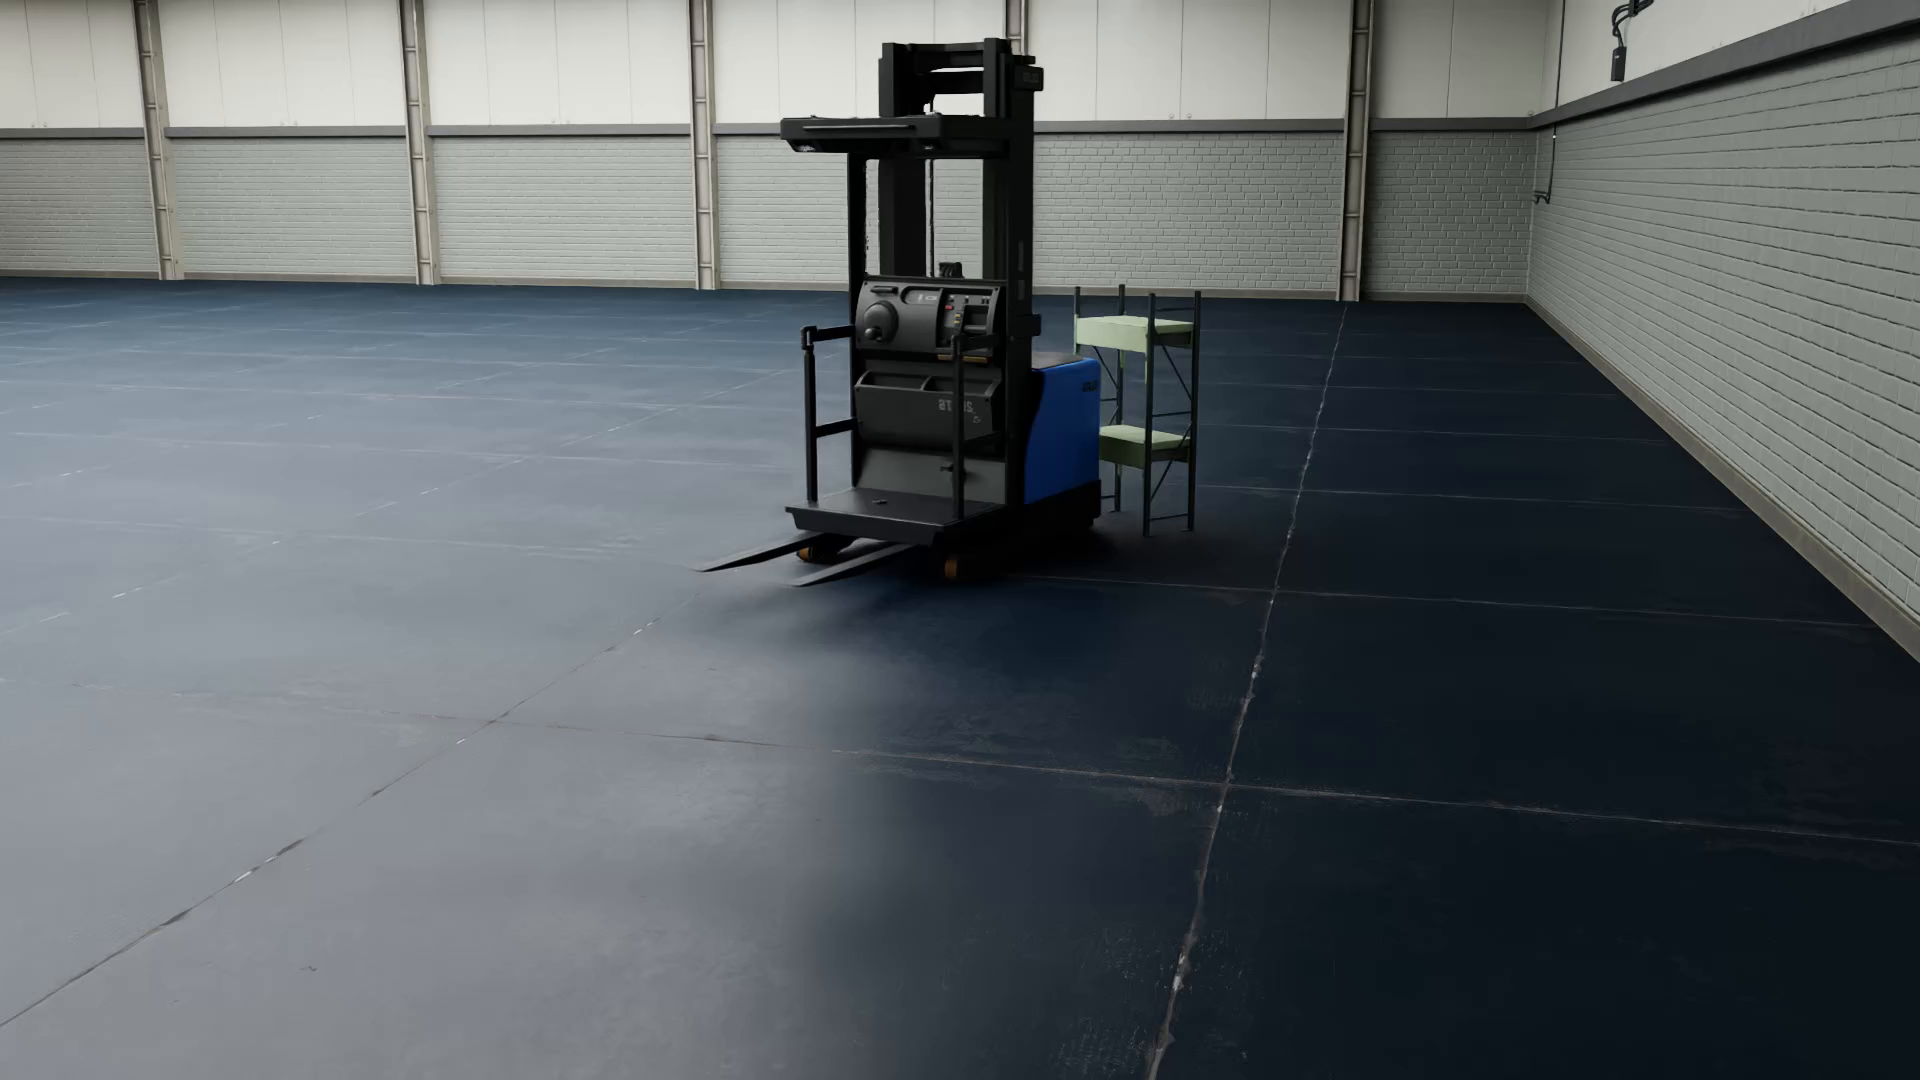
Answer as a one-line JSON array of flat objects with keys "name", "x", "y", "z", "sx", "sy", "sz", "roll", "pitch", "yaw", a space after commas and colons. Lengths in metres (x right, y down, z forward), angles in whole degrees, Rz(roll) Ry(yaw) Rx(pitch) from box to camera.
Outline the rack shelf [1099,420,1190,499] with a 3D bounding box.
[{"name": "rack shelf", "x": 1.103, "y": -0.520, "z": 10.622, "sx": 0.431, "sy": 0.370, "sz": 0.720, "roll": -8, "pitch": 15, "yaw": -33}]

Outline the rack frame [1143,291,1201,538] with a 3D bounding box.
[{"name": "rack frame", "x": 1.306, "y": -0.773, "z": 10.254, "sx": 0.400, "sy": 1.500, "sz": 0.023, "roll": -8, "pitch": 15, "yaw": -33}]

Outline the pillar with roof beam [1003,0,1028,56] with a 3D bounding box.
[{"name": "pillar with roof beam", "x": -0.047, "y": -8.008, "z": 25.553, "sx": 0.400, "sy": 9.000, "sz": 9.100, "roll": 3, "pitch": 13, "yaw": 14}]

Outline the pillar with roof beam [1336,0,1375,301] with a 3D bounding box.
[{"name": "pillar with roof beam", "x": 5.778, "y": -7.697, "z": 24.149, "sx": 0.400, "sy": 9.000, "sz": 9.100, "roll": 3, "pitch": 13, "yaw": 14}]

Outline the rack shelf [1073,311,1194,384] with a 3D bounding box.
[{"name": "rack shelf", "x": 1.103, "y": -1.220, "z": 10.467, "sx": 0.431, "sy": 0.370, "sz": 0.720, "roll": -8, "pitch": 15, "yaw": -33}]

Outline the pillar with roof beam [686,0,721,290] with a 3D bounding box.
[{"name": "pillar with roof beam", "x": -5.873, "y": -8.320, "z": 26.956, "sx": 0.400, "sy": 9.000, "sz": 9.100, "roll": 3, "pitch": 13, "yaw": 14}]

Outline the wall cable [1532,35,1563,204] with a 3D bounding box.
[{"name": "wall cable", "x": 9.353, "y": -6.655, "z": 26.624, "sx": 0.112, "sy": 2.526, "sz": 3.097, "roll": 3, "pitch": 13, "yaw": 14}]

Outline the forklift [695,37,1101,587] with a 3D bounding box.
[{"name": "forklift", "x": -0.295, "y": -1.304, "z": 9.344, "sx": 1.130, "sy": 2.935, "sz": 3.031, "roll": 7, "pitch": 15, "yaw": 30}]

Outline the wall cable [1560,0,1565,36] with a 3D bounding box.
[{"name": "wall cable", "x": 8.704, "y": -8.552, "z": 23.513, "sx": 0.112, "sy": 2.526, "sz": 3.097, "roll": 3, "pitch": 13, "yaw": 14}]

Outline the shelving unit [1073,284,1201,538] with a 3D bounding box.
[{"name": "shelving unit", "x": 1.103, "y": -0.839, "z": 10.551, "sx": 0.431, "sy": 1.500, "sz": 0.755, "roll": -8, "pitch": 15, "yaw": -33}]

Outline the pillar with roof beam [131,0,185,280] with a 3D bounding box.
[{"name": "pillar with roof beam", "x": -17.523, "y": -8.942, "z": 29.763, "sx": 0.400, "sy": 9.000, "sz": 9.100, "roll": 3, "pitch": 13, "yaw": 14}]

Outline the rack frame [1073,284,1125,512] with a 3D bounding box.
[{"name": "rack frame", "x": 0.899, "y": -0.905, "z": 10.848, "sx": 0.400, "sy": 1.500, "sz": 0.023, "roll": -8, "pitch": 15, "yaw": -33}]

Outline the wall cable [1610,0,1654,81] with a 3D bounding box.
[{"name": "wall cable", "x": 7.063, "y": -7.836, "z": 16.925, "sx": 0.169, "sy": 6.003, "sz": 2.305, "roll": 3, "pitch": 13, "yaw": 14}]

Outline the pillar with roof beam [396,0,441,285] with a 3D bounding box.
[{"name": "pillar with roof beam", "x": -11.698, "y": -8.631, "z": 28.360, "sx": 0.400, "sy": 9.000, "sz": 9.100, "roll": 3, "pitch": 13, "yaw": 14}]
